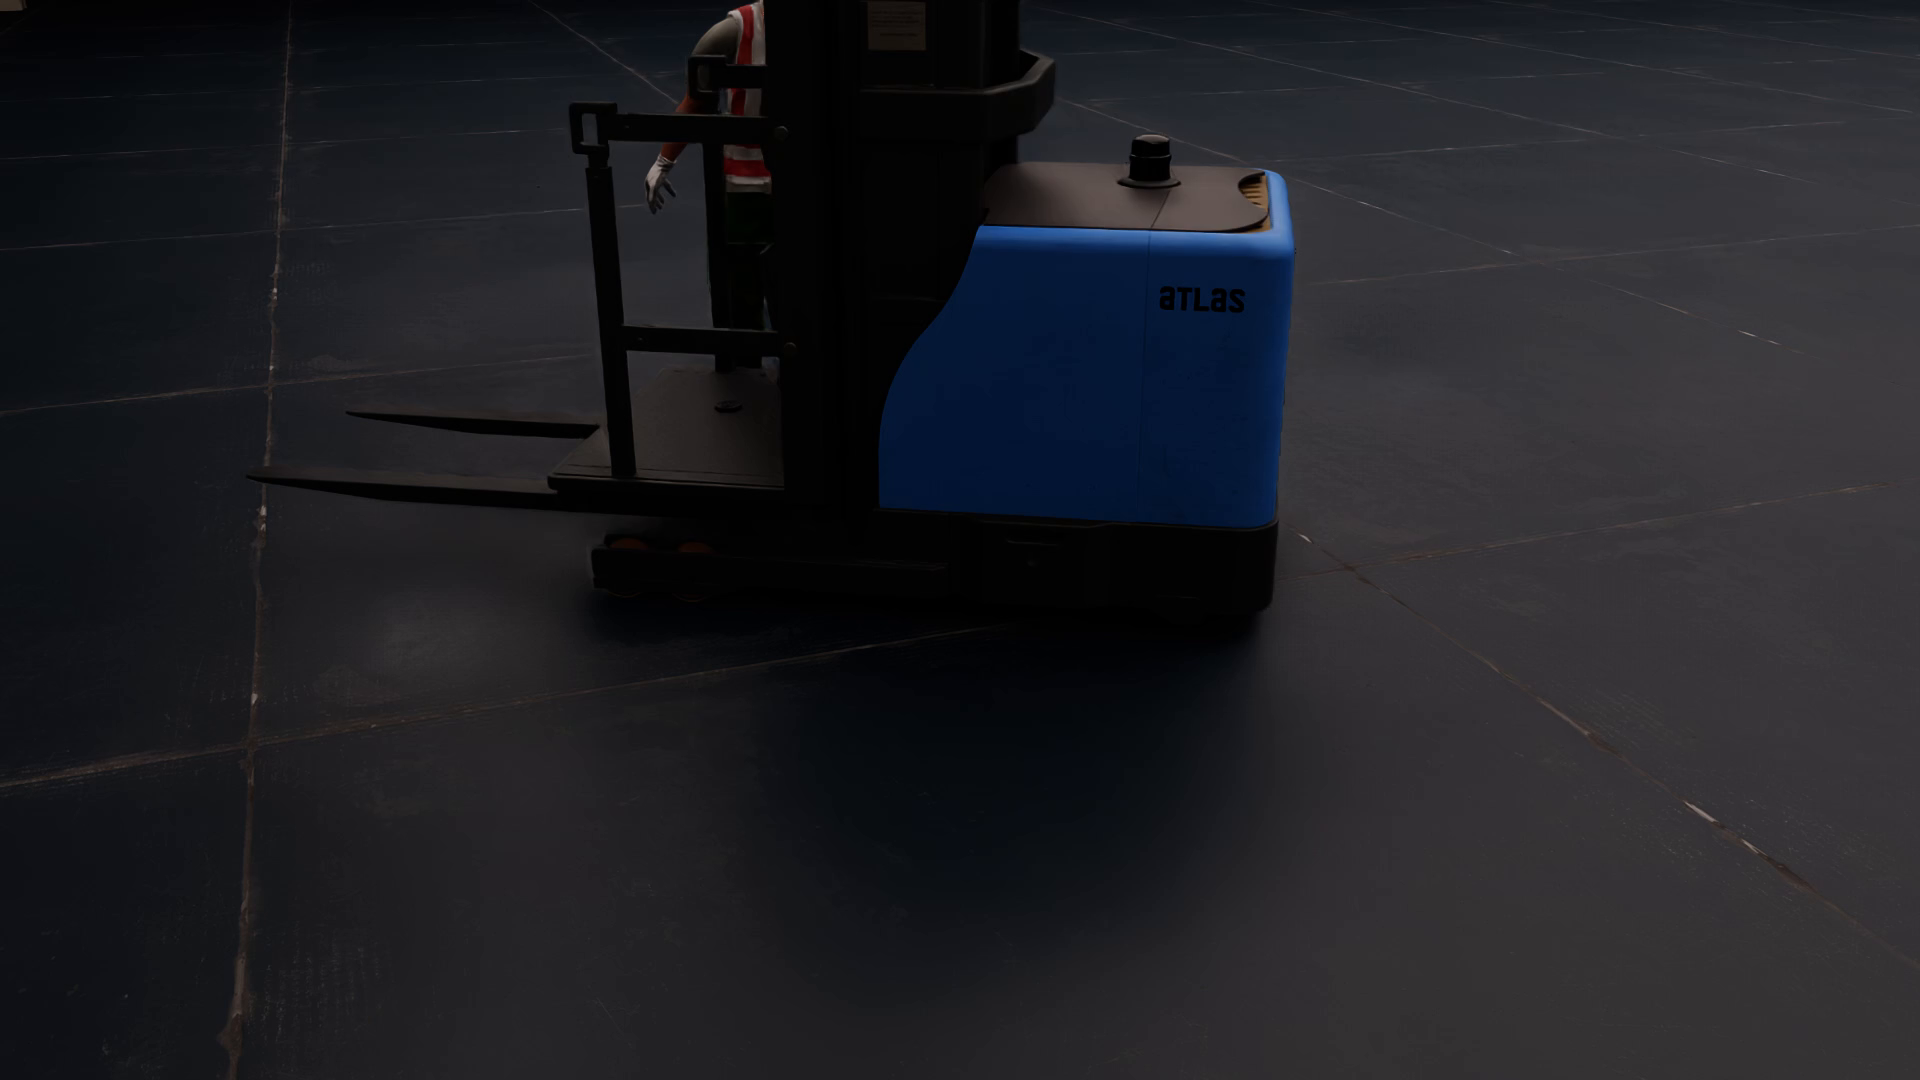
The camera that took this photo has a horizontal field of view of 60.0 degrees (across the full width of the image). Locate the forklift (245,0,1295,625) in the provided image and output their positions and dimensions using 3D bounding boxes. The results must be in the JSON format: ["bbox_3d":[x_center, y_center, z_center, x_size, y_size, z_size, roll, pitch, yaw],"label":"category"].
[{"bbox_3d":[-0.587,-1.374,4.565,3.031,2.935,1.130,3,23,8],"label":"forklift"}]

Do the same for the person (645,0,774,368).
[{"bbox_3d":[-0.657,-1.230,5.828,0.891,1.745,0.502,-2,23,-6],"label":"person"}]
